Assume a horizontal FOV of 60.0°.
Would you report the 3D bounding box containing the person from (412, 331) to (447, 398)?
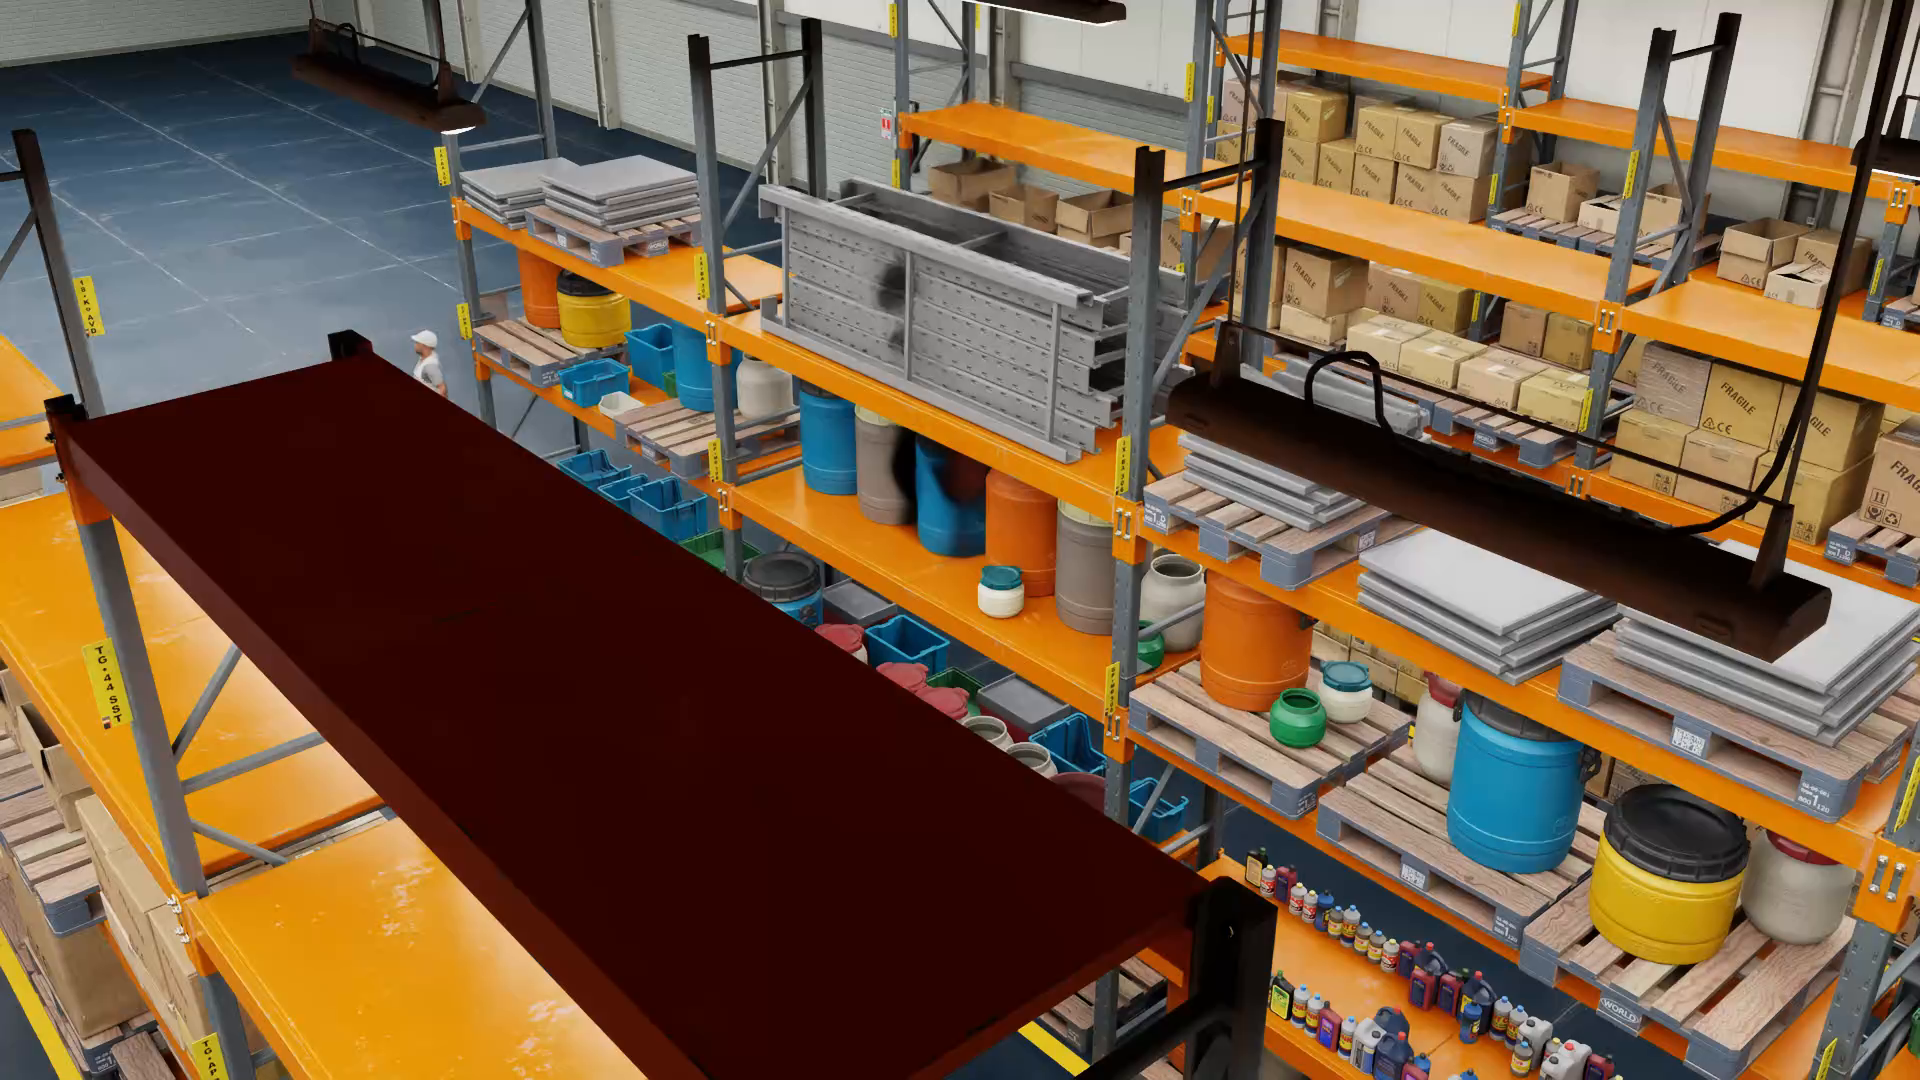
[{"bbox_3d":[-5.871,-1.509,18.615,0.756,1.742,0.661,-9,28,-16],"label":"person"}]
